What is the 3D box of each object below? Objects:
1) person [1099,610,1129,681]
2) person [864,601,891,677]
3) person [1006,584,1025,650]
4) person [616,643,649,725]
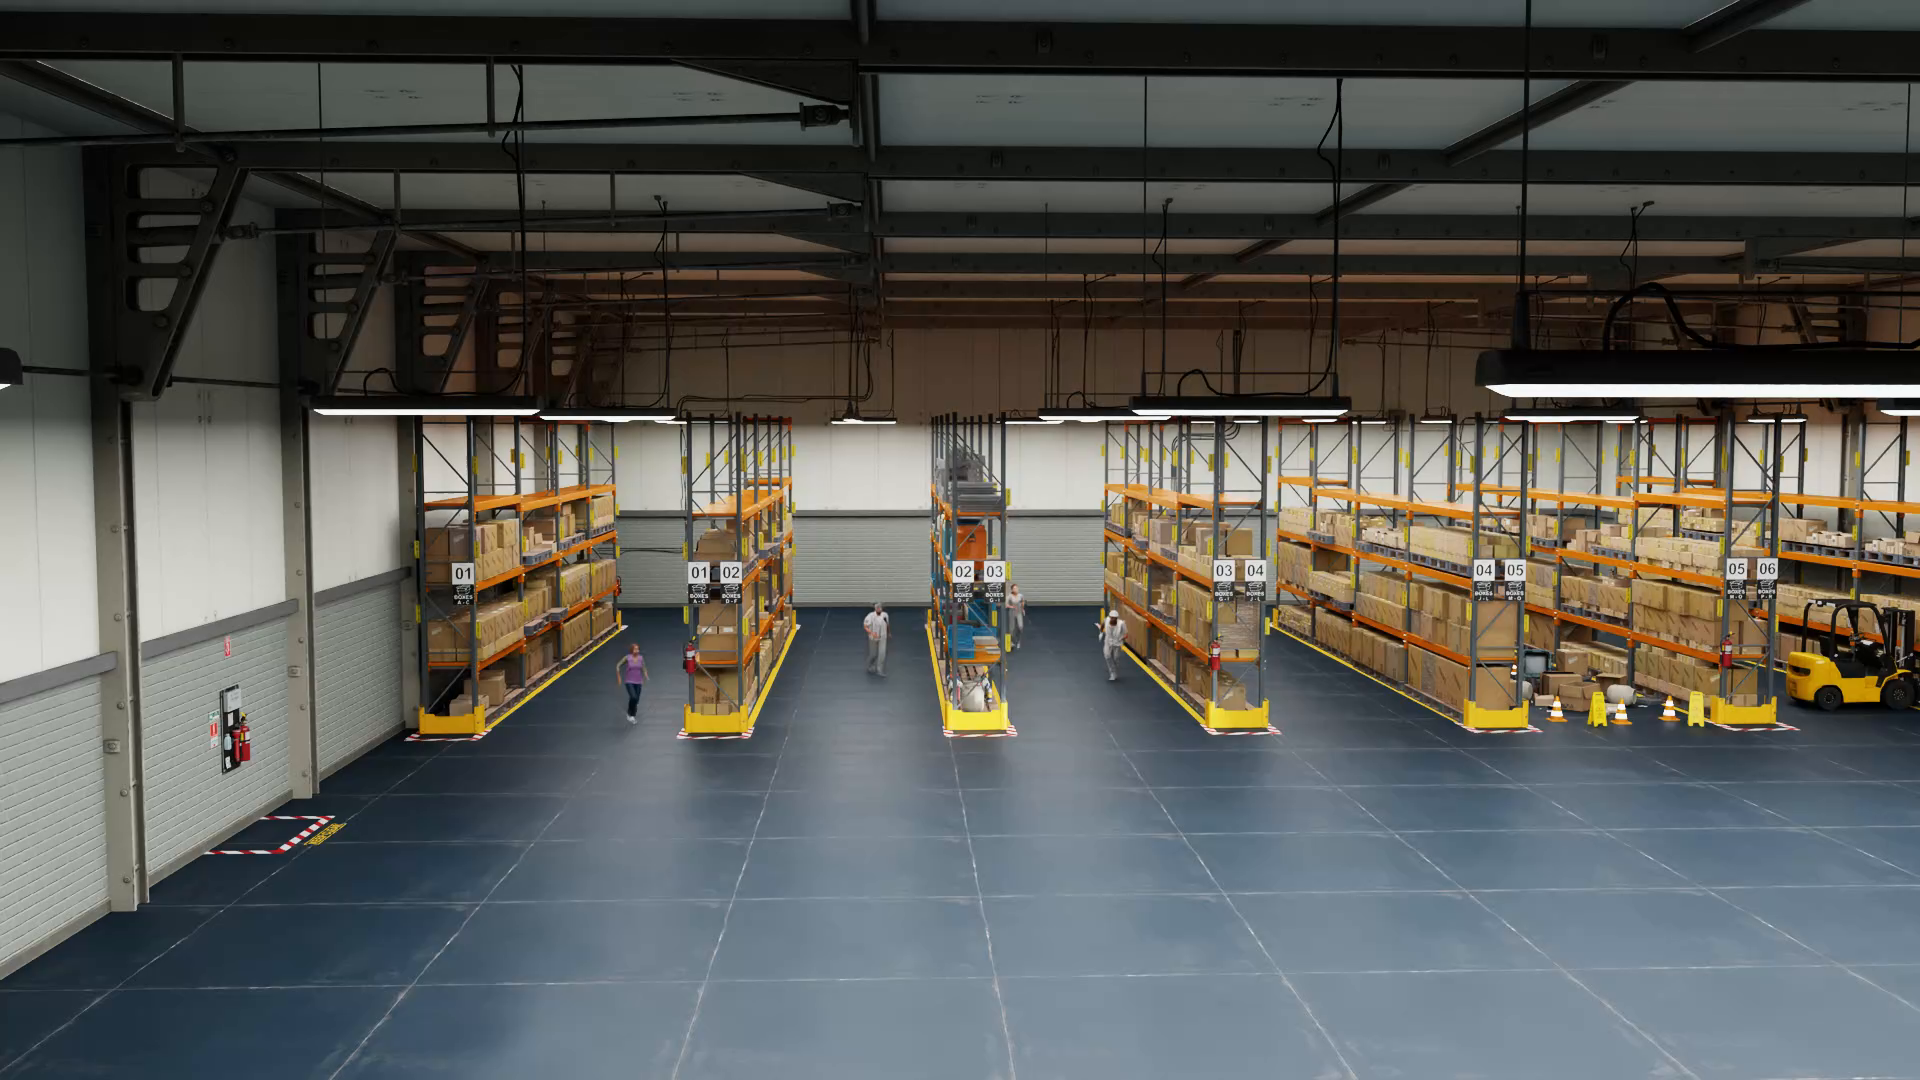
[{"bbox_3d":[3.478,2.338,37.576,0.702,1.607,1.099,1,4,10],"label":"person"},{"bbox_3d":[-1.933,2.251,38.411,0.659,1.739,0.837,-1,4,-17],"label":"person"},{"bbox_3d":[1.433,1.974,42.879,0.534,1.691,0.793,-1,4,-10],"label":"person"},{"bbox_3d":[-6.270,2.761,31.931,0.530,1.572,0.752,-3,5,-34],"label":"person"}]
